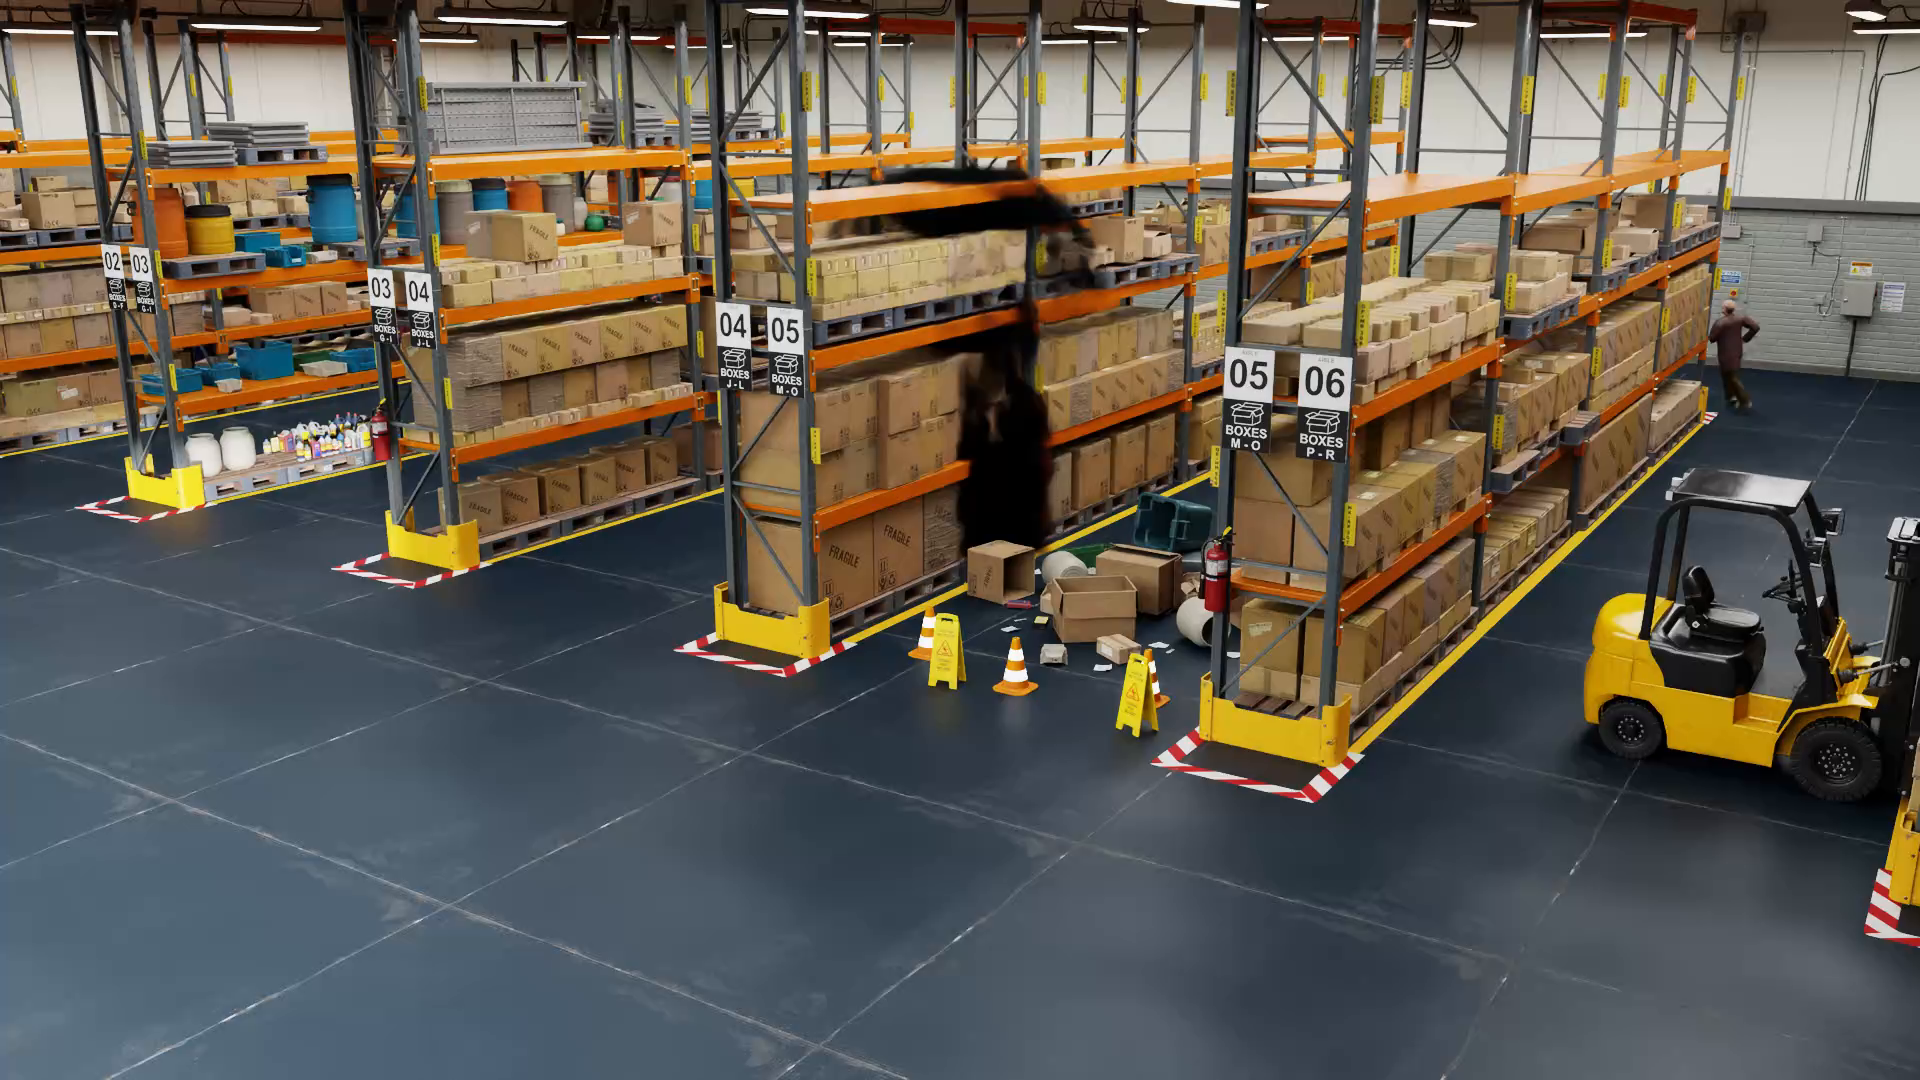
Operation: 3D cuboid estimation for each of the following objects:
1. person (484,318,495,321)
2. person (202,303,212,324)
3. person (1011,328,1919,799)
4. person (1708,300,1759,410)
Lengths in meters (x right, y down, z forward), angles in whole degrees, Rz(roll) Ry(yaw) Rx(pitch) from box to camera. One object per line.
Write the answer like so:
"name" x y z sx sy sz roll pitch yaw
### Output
"person" -8.157 -3.648 29.185 0.656 1.722 0.800 10 19 32
"person" -13.103 -3.418 28.930 0.575 1.414 0.493 8 17 26
"person" 4.420 -0.622 17.628 11.900 1.955 9.455 7 17 23
"person" 12.247 -2.893 26.402 0.729 1.815 0.771 -6 17 -19
